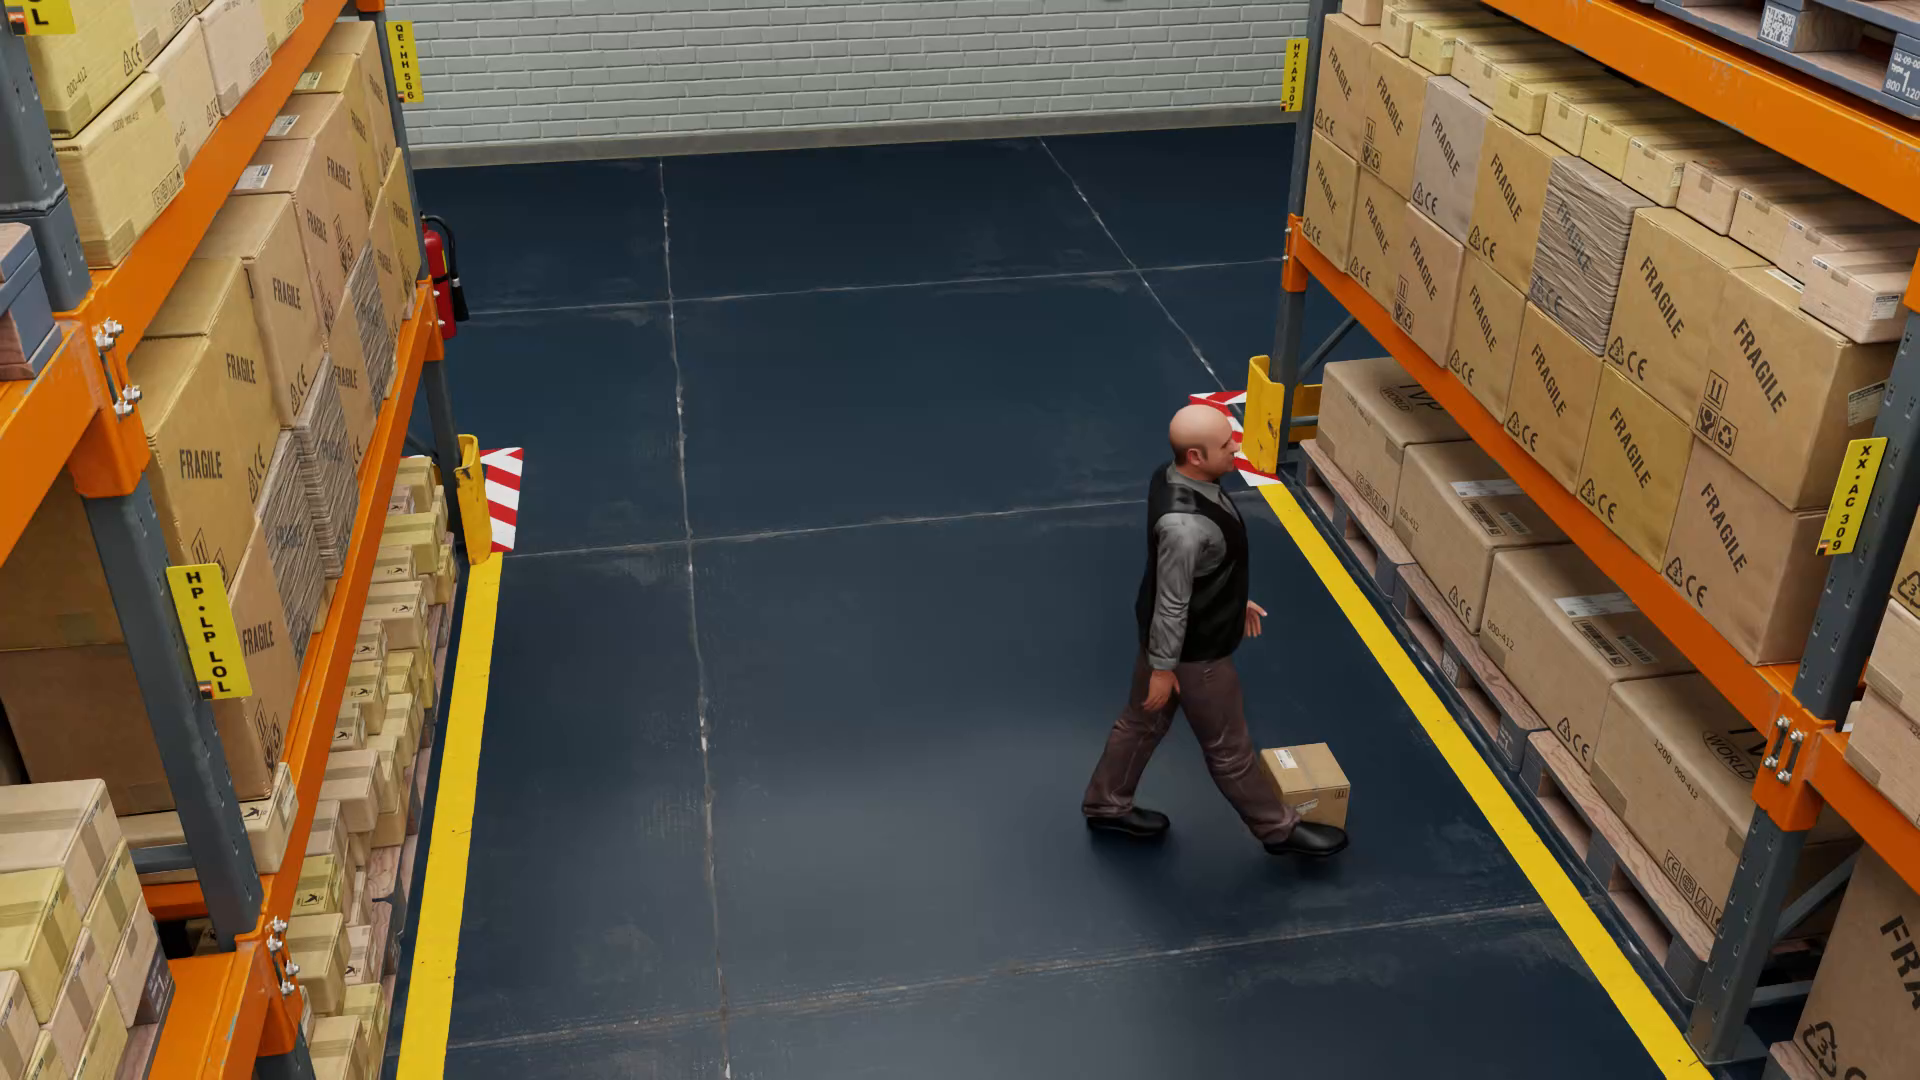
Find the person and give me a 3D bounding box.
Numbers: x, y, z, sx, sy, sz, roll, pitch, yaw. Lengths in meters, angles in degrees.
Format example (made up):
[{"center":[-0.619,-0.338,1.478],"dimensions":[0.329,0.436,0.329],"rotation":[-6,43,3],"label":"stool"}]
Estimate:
[{"center":[0.895,0.314,5.593],"dimensions":[0.920,1.690,0.548],"rotation":[0,30,0],"label":"person"}]
